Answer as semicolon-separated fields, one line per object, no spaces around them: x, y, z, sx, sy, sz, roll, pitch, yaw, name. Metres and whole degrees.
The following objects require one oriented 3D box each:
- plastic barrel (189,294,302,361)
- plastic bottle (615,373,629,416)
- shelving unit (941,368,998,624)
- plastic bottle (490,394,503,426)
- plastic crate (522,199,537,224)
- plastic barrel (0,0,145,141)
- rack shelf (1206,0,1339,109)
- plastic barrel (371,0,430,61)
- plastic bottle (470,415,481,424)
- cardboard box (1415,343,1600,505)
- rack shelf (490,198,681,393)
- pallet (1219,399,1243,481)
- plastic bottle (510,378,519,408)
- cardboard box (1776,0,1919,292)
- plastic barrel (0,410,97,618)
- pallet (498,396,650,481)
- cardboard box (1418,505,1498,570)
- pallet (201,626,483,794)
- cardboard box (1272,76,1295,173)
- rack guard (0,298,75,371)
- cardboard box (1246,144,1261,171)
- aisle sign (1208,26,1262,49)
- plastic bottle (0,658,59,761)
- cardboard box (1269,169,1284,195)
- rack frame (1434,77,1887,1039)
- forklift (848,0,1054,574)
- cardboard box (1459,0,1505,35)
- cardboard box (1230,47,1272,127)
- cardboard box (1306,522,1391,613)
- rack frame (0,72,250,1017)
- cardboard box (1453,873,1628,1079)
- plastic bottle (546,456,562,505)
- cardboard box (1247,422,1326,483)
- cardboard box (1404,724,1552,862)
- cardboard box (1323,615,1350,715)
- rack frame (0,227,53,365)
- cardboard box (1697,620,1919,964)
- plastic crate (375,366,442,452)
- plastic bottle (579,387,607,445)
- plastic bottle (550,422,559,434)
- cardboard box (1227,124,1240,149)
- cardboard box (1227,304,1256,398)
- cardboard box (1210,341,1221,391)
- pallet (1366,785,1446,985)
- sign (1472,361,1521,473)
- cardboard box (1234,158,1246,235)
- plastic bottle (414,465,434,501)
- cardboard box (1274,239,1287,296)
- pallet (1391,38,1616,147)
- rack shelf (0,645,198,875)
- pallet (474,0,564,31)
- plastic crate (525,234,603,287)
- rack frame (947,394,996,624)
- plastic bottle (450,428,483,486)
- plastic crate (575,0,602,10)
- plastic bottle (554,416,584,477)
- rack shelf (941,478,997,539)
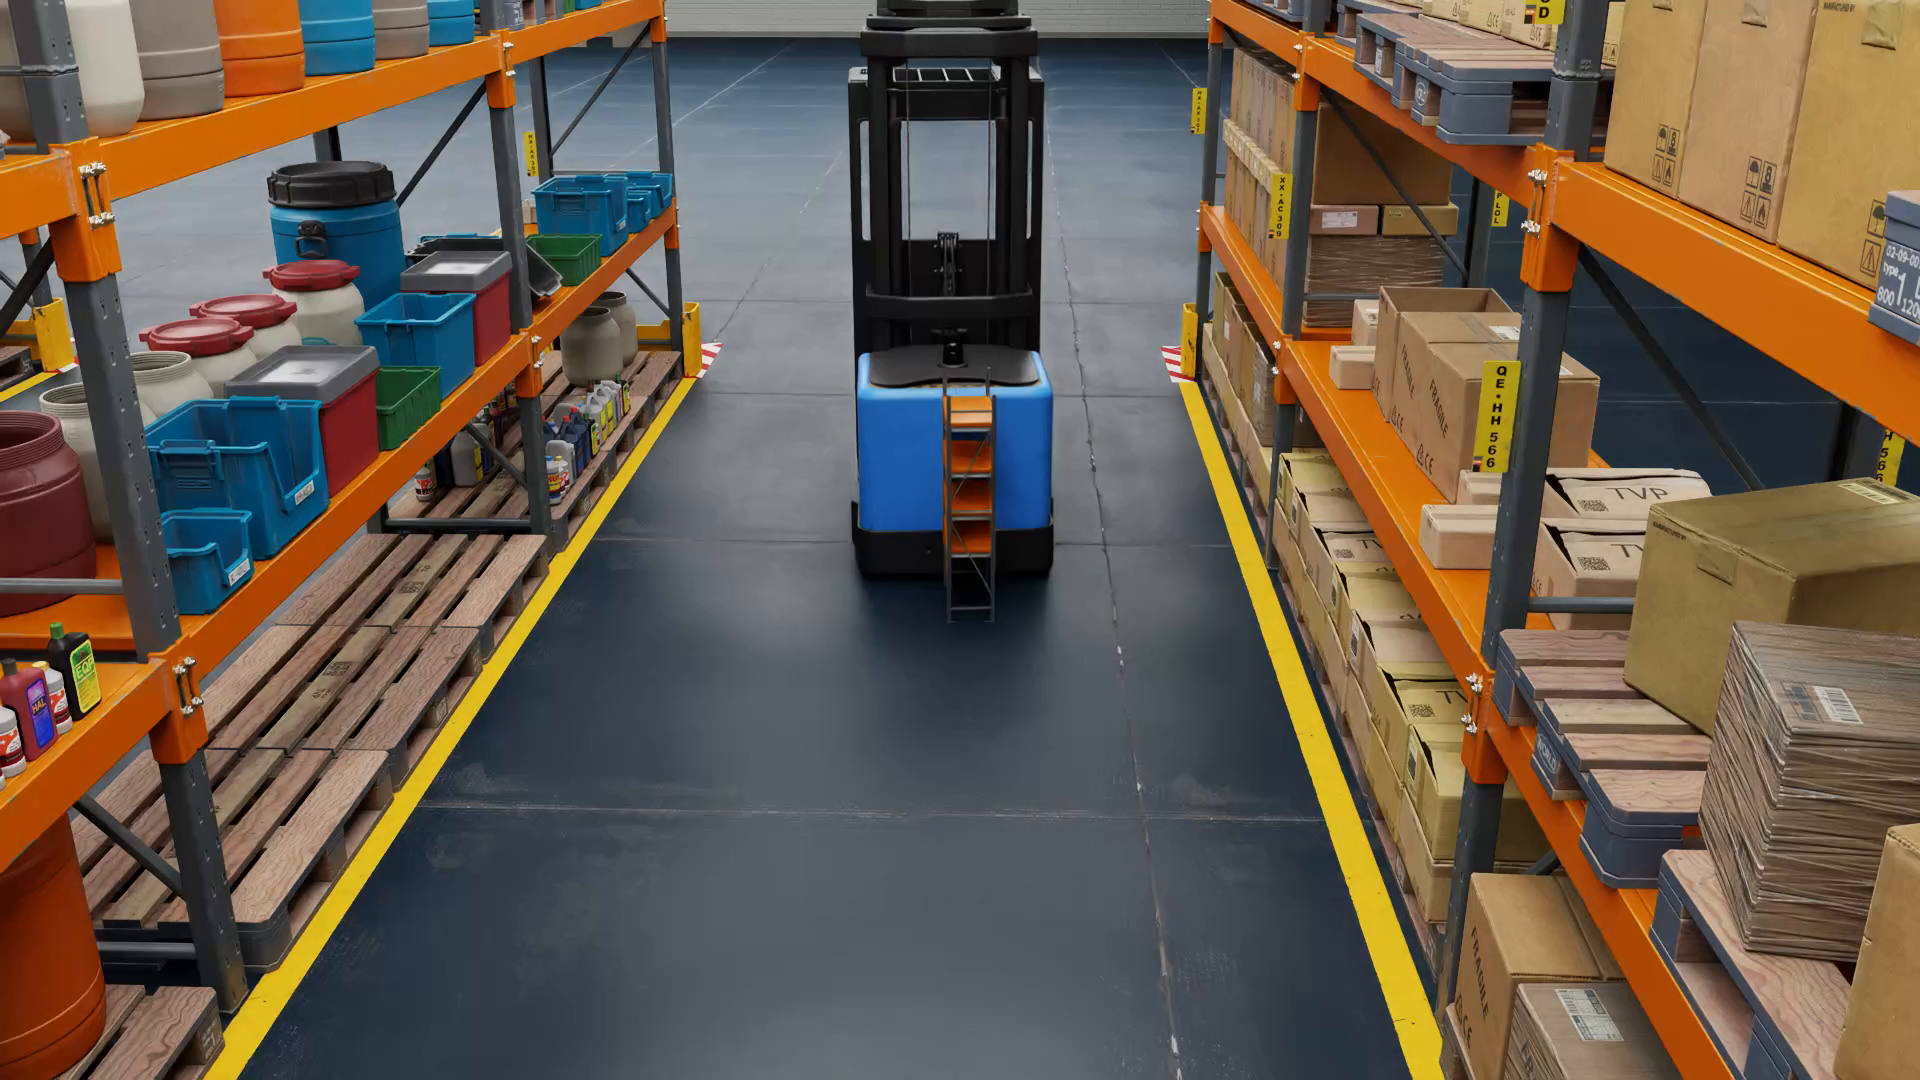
-3.040;-0.756;7.142;0.433;0.535;0.433;0;21;0;plastic barrel
-2.251;-0.975;11.042;0.061;0.283;0.133;1;21;3;plastic bottle
0.044;-0.227;8.454;0.258;1.200;0.503;-1;21;-3;shelving unit
-3.028;-0.868;10.784;0.097;0.271;0.097;0;21;0;plastic bottle
-2.997;-2.305;11.686;0.298;0.136;0.250;1;21;2;plastic crate
-2.575;-1.414;4.726;0.421;0.512;0.421;0;21;0;plastic barrel
2.242;-3.032;10.043;1.077;0.370;4.000;1;21;2;rack shelf
-2.588;-2.511;7.013;0.600;0.901;0.600;0;21;0;plastic barrel
-3.022;-0.694;10.224;0.144;0.351;0.185;1;21;1;plastic bottle
2.095;-0.453;6.411;0.500;0.500;0.500;0;21;-1;cardboard box
-2.709;-1.689;10.730;1.077;0.370;4.000;1;21;2;rack shelf
2.282;-0.675;10.976;1.003;0.211;1.213;1;21;2;pallet
-3.014;-1.029;11.197;0.097;0.271;0.097;0;21;0;plastic bottle
2.049;-0.714;2.937;0.910;0.500;0.500;1;21;2;cardboard box
-3.180;-0.090;5.425;0.600;0.536;0.708;1;21;2;plastic barrel
-2.673;-0.686;11.005;1.003;0.211;1.213;1;21;2;pallet
1.811;-0.010;5.756;0.380;0.149;0.250;1;21;2;cardboard box
-2.789;0.725;7.368;1.003;0.211;1.213;1;21;2;pallet
2.219;-2.421;9.690;0.700;0.500;0.500;1;21;2;cardboard box
-7.601;-1.609;12.985;1.175;0.500;0.348;1;21;2;rack guard
2.039;-2.435;10.624;0.380;0.149;0.250;0;21;1;cardboard box
1.999;-3.931;11.919;0.394;0.787;0.004;1;21;2;aisle sign
-2.484;0.434;4.425;0.061;0.283;0.133;1;21;2;plastic bottle
2.008;-2.063;9.664;0.380;0.149;0.250;1;21;1;cardboard box
2.060;0.201;4.865;1.000;3.000;0.127;1;21;2;rack frame
-0.089;-1.674;9.791;1.130;2.935;3.031;-1;21;-3;forklift
2.044;-1.885;5.719;0.500;0.250;0.500;0;21;1;cardboard box
2.275;-3.155;11.583;0.700;0.500;0.500;1;21;2;cardboard box
1.885;0.094;7.585;0.500;0.311;0.500;0;21;0;cardboard box
-2.891;0.145;5.008;1.000;3.000;0.127;1;21;2;rack frame
1.760;1.323;4.821;0.500;0.500;0.500;2;21;4;cardboard box
-2.322;-0.345;9.434;0.097;0.271;0.097;0;21;0;plastic bottle
2.002;-0.510;9.917;0.500;0.250;0.500;1;21;2;cardboard box
1.830;0.833;5.680;0.500;0.311;0.500;1;21;3;cardboard box
1.875;0.540;7.211;0.500;0.250;0.500;1;21;3;cardboard box
-7.598;-2.802;12.604;1.000;3.000;0.127;1;21;2;rack frame
1.935;0.516;3.334;0.700;0.500;0.500;5;22;12;cardboard box
-2.540;-0.570;7.143;0.450;0.188;0.662;1;21;2;plastic crate
-2.311;-0.781;10.448;0.144;0.351;0.185;0;21;1;plastic bottle
-2.446;-0.575;10.029;0.097;0.271;0.097;0;21;0;plastic bottle
2.071;-2.806;11.578;0.380;0.149;0.250;0;21;0;cardboard box
2.016;-1.221;10.714;0.500;0.500;0.500;1;21;2;cardboard box
2.053;-1.233;11.781;0.500;0.250;0.500;1;21;2;cardboard box
2.124;1.204;6.135;1.003;0.211;1.213;1;21;2;pallet
1.505;-0.344;4.668;0.100;0.325;0.005;1;21;2;sign
2.265;-2.380;11.377;0.700;0.500;0.500;1;21;3;cardboard box
-3.070;-0.336;9.509;0.097;0.201;0.097;0;21;0;plastic bottle
2.198;-1.643;9.479;0.700;0.500;0.500;0;21;1;cardboard box
1.991;-1.356;4.991;1.213;0.211;1.003;2;21;4;pallet
-2.952;1.204;3.275;1.077;0.370;4.000;1;21;2;rack shelf
-2.845;-2.874;8.903;1.213;0.211;1.003;1;21;2;pallet
-2.446;-1.690;10.031;0.450;0.188;0.662;1;21;2;plastic crate
0.055;-0.138;8.227;0.240;1.200;0.015;-1;21;-3;rack frame
-2.894;-0.506;9.740;0.144;0.351;0.185;1;21;2;plastic bottle
-2.405;-3.446;10.138;0.392;0.384;0.575;1;21;2;plastic crate
-2.330;-0.559;9.876;0.144;0.351;0.185;1;21;3;plastic bottle
0.044;-0.164;8.479;0.258;0.148;0.480;-1;21;-3;rack shelf
